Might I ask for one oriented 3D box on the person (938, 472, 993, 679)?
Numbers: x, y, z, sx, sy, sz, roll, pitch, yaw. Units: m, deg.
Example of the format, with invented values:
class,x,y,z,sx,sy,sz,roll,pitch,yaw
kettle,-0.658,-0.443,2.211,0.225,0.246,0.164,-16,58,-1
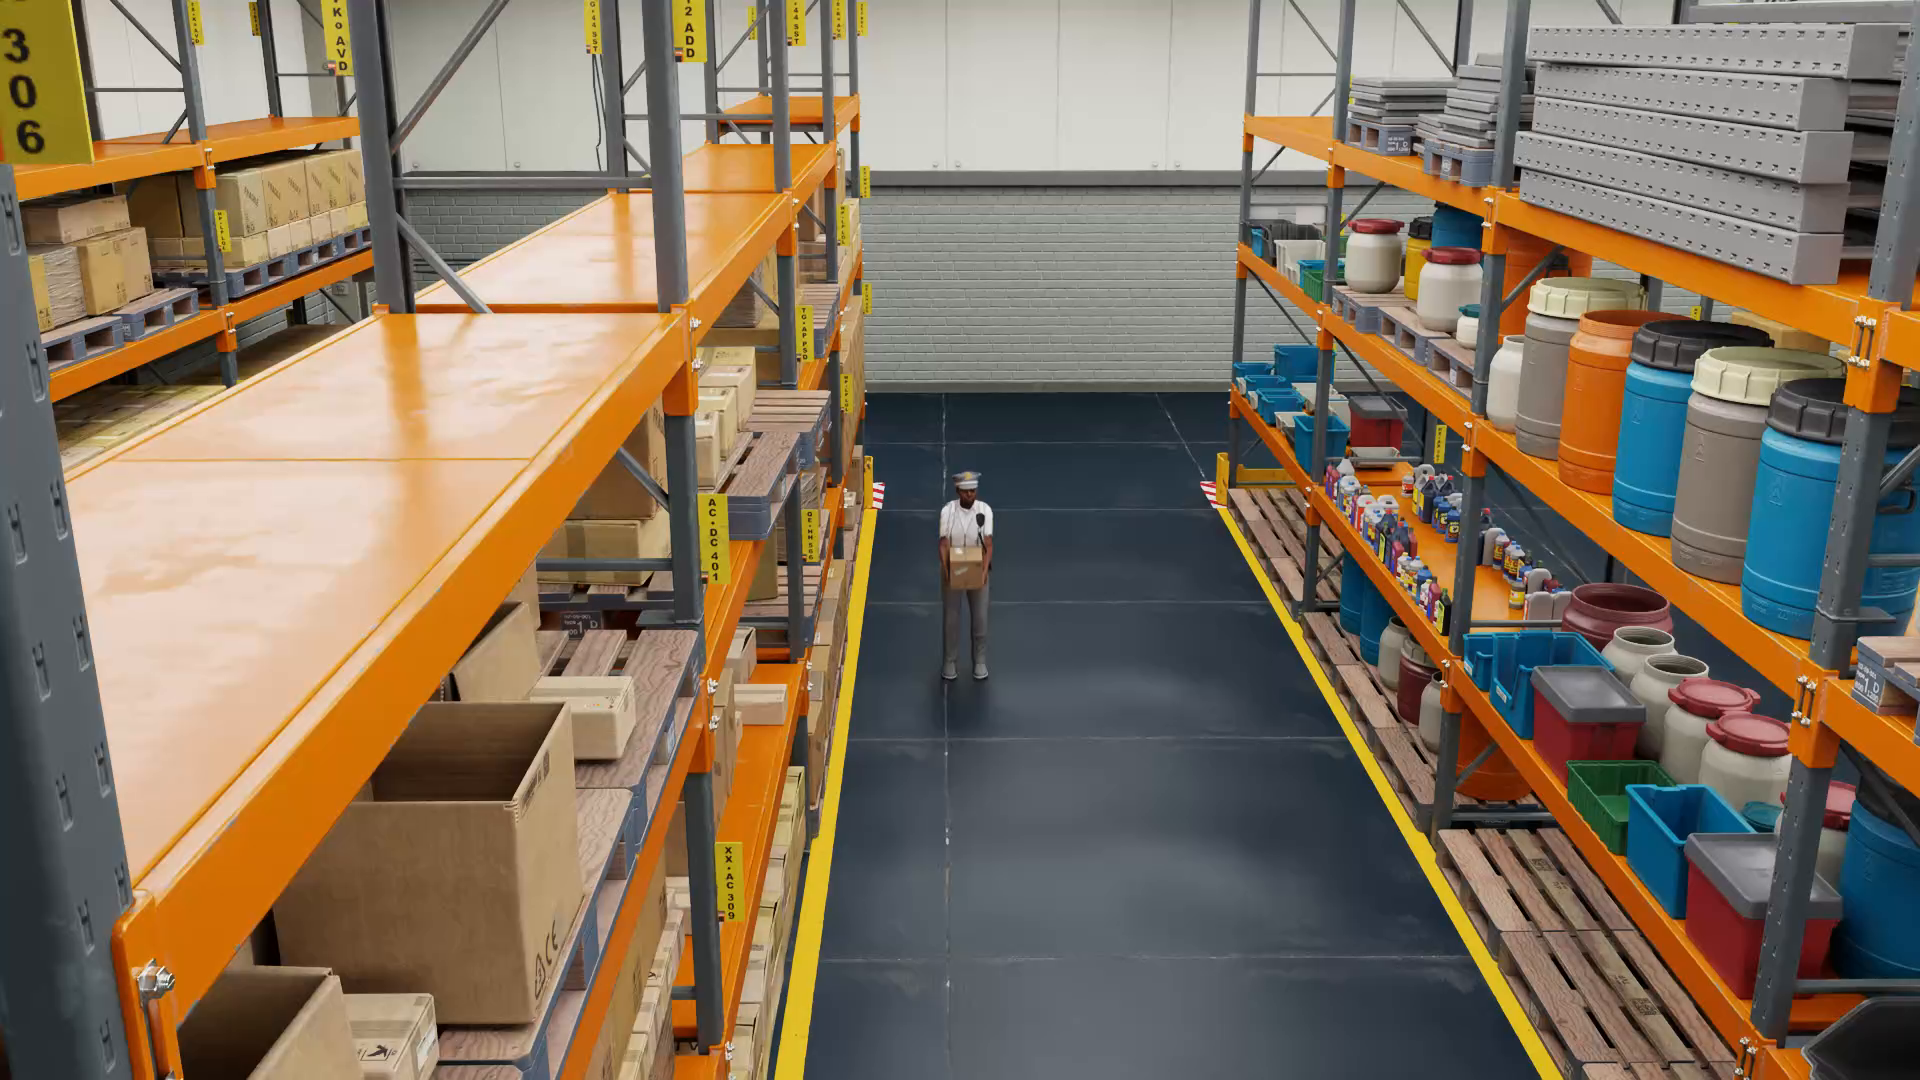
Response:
class,x,y,z,sx,sy,sz,roll,pitch,yaw
person,0.047,0.288,13.105,0.435,1.692,0.519,0,17,-1
